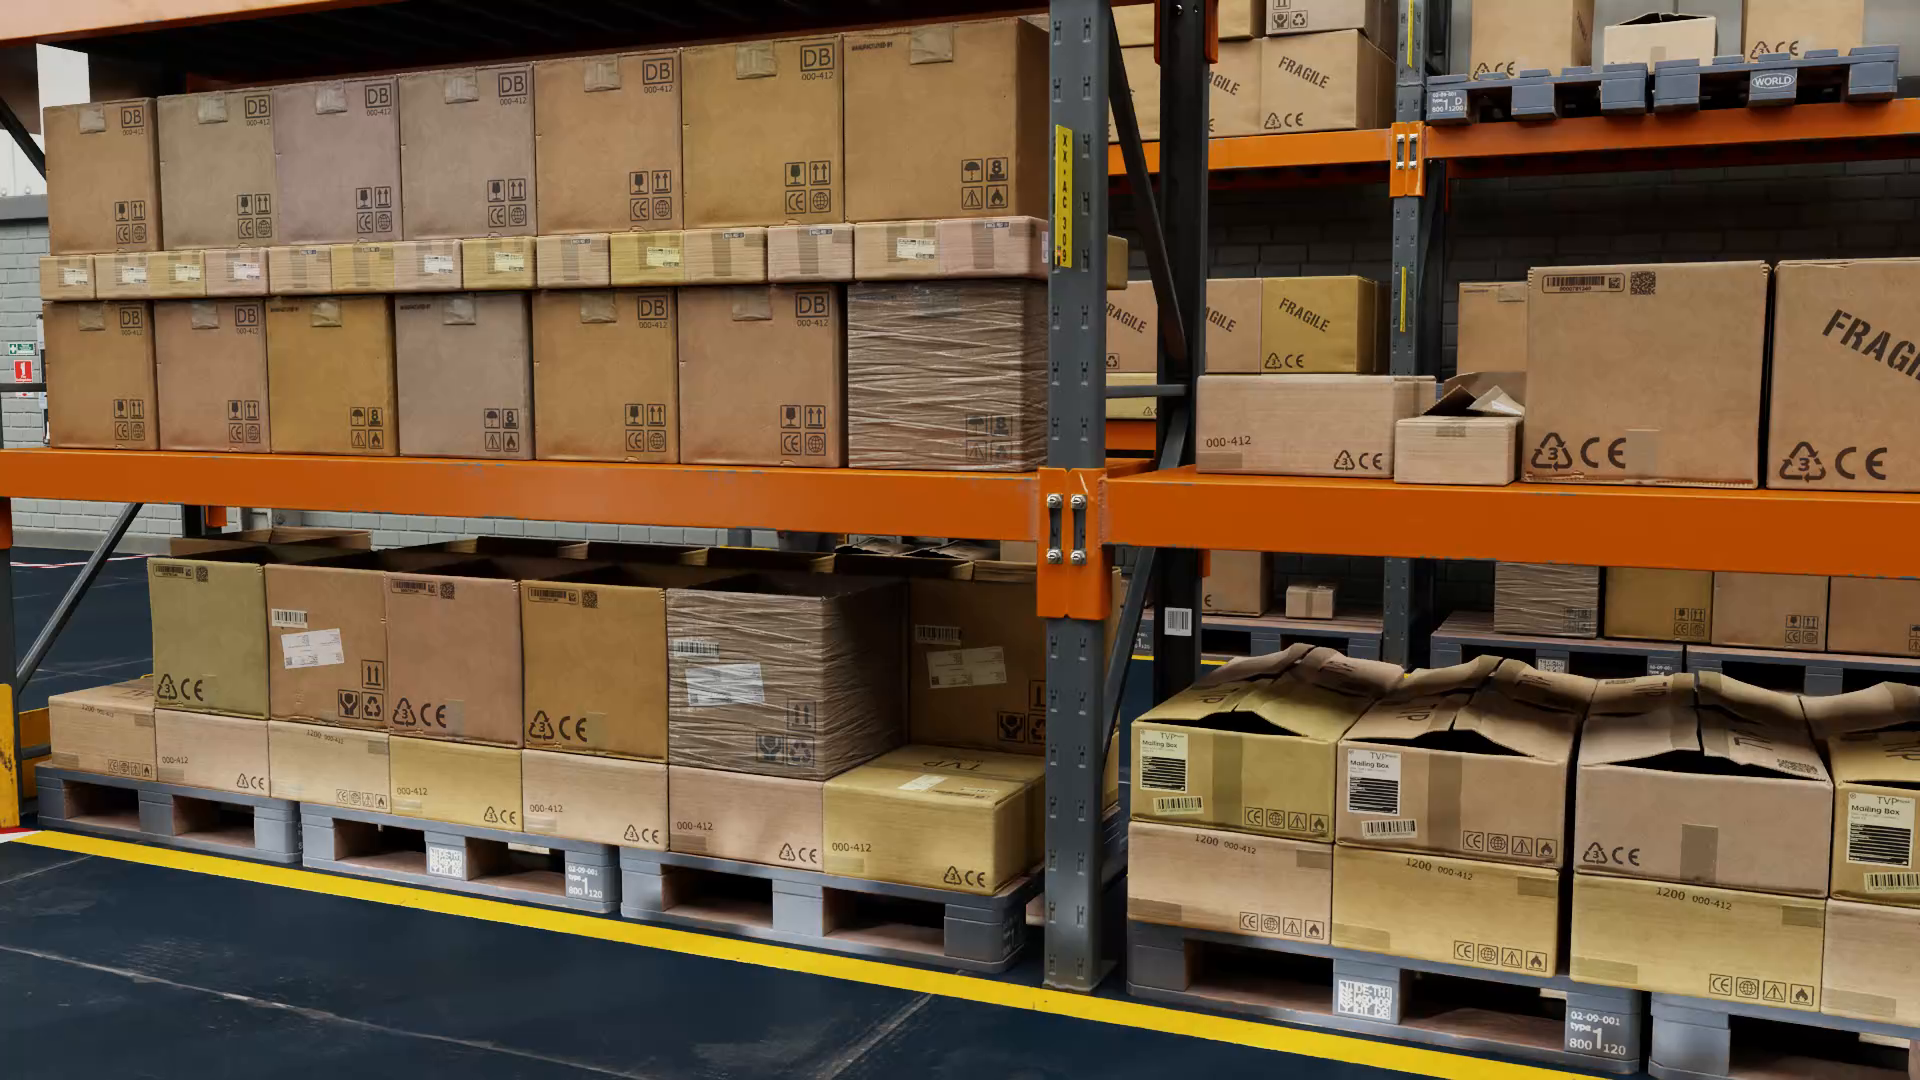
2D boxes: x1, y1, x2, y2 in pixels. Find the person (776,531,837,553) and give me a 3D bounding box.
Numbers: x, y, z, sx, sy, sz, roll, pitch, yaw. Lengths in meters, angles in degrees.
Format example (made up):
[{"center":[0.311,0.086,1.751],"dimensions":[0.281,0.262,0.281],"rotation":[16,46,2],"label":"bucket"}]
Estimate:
[{"center":[-0.850,-0.165,8.992],"dimensions":[0.395,1.656,0.529],"rotation":[2,6,21],"label":"person"}]
